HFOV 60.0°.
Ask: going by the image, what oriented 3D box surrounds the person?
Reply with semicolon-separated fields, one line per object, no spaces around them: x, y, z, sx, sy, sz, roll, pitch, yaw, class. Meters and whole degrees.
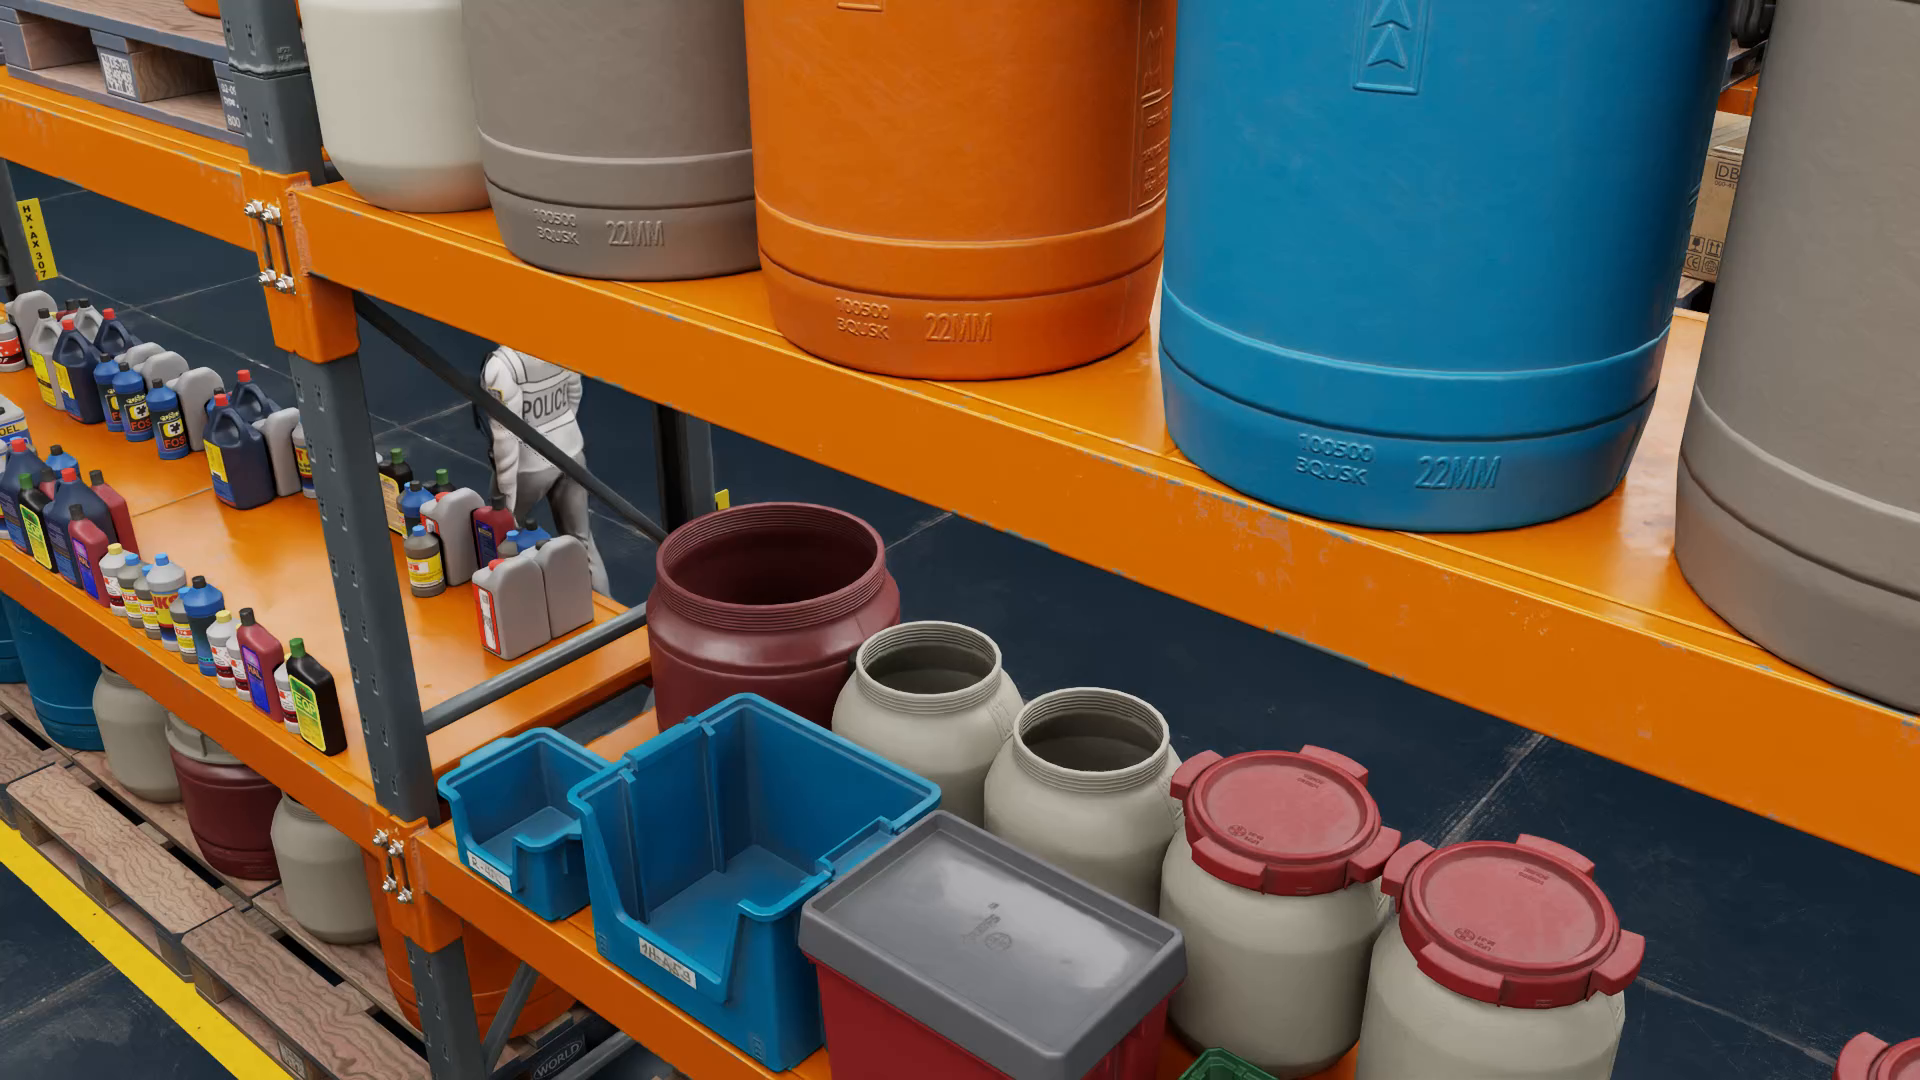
-1.749;-0.328;6.713;0.830;1.686;0.525;21;34;34;person
